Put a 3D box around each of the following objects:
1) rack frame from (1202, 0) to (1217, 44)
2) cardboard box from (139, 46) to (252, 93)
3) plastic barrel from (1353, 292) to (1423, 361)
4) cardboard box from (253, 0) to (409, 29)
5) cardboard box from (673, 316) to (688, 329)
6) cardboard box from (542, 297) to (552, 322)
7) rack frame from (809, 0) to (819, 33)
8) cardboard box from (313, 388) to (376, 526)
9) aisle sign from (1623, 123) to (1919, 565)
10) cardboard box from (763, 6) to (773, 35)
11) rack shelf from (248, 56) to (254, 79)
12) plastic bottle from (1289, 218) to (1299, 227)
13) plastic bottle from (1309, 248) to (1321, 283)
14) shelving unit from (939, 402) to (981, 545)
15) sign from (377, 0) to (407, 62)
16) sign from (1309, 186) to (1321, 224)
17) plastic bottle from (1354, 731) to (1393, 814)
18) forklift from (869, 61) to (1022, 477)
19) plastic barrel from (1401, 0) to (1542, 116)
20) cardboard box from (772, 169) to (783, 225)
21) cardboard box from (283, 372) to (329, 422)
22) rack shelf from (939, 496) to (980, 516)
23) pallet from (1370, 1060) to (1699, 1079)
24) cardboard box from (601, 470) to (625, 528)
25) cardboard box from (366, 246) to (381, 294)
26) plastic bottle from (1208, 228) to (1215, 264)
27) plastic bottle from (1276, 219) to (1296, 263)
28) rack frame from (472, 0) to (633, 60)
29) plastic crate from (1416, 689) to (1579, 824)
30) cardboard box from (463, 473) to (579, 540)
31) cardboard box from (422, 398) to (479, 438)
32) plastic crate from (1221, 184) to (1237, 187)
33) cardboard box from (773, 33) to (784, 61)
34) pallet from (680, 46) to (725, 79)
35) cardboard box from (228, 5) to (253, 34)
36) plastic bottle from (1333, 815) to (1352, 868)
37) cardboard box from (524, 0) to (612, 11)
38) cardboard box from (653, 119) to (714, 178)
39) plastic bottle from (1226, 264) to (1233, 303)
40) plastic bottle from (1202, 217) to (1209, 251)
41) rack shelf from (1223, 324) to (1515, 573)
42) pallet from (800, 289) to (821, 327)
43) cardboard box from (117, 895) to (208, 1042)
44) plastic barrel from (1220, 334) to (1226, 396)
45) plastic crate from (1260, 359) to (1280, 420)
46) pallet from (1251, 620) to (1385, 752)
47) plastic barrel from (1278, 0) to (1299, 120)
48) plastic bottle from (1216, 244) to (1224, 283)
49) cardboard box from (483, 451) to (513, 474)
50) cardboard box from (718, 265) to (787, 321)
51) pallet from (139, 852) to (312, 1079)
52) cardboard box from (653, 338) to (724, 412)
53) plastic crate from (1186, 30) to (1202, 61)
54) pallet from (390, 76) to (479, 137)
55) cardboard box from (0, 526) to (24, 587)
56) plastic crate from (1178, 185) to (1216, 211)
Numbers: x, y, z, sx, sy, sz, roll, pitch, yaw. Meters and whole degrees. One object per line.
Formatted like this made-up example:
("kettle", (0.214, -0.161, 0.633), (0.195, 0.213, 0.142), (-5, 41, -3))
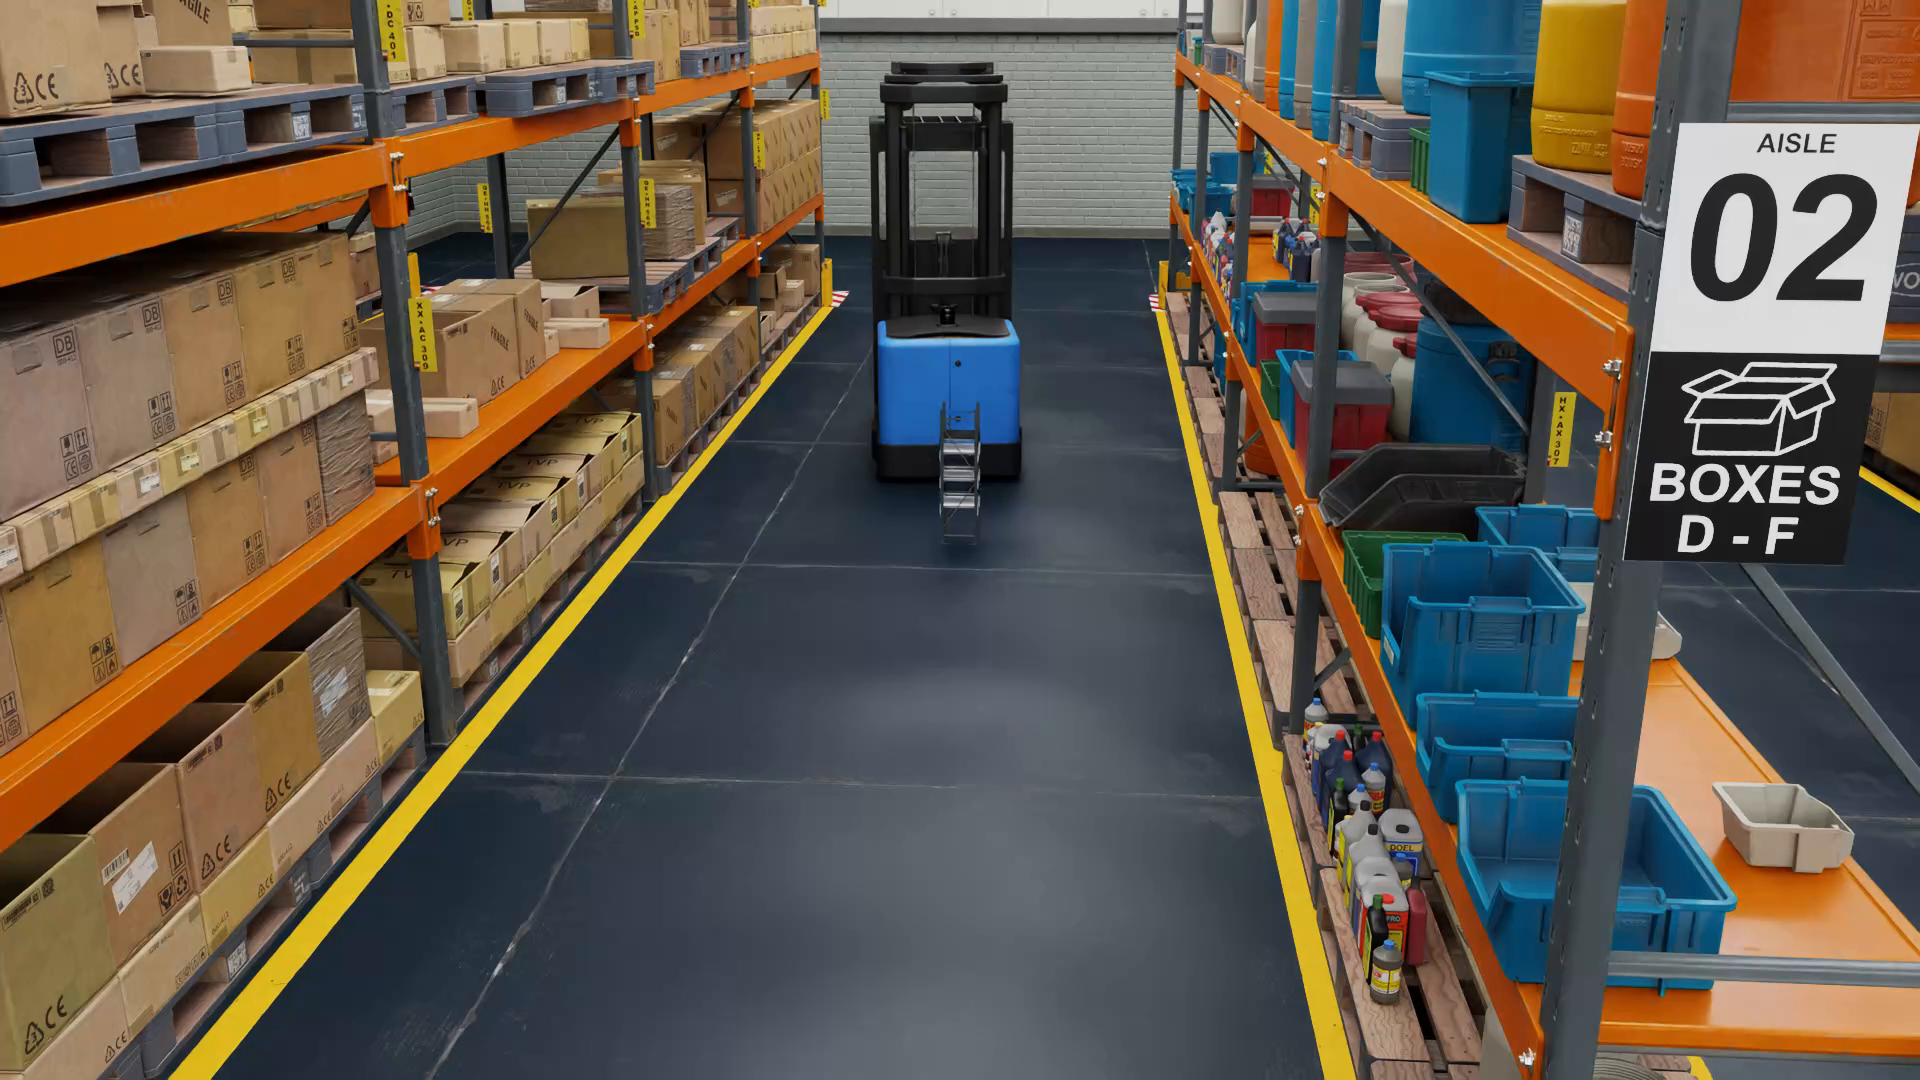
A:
("rack frame", (2.587, -5.691, 13.838), (1.000, 3.000, 0.127), (1, 18, 4))
("cardboard box", (-2.741, -1.658, 5.853), (0.380, 0.149, 0.250), (1, 18, 4))
("plastic barrel", (2.384, -1.074, 9.165), (0.433, 0.535, 0.433), (0, 18, 0))
("cardboard box", (-2.844, -2.568, 7.486), (0.500, 0.500, 0.500), (2, 18, 5))
("cardboard box", (-2.659, -1.662, 14.485), (0.500, 0.500, 0.500), (2, 18, 5))
("cardboard box", (-2.898, -1.393, 10.501), (0.500, 0.311, 0.500), (1, 18, 3))
("rack frame", (-2.067, -7.045, 17.970), (1.000, 3.000, 0.127), (1, 18, 4))
("cardboard box", (-2.953, -0.376, 7.094), (0.700, 0.500, 0.500), (1, 18, 2))
("aisle sign", (1.425, -0.332, 2.945), (0.394, 0.787, 0.004), (1, 18, 4))
("cardboard box", (-2.037, -4.844, 15.509), (0.500, 0.250, 0.500), (1, 18, 4))
("rack shelf", (-7.152, -4.766, 16.987), (1.077, 0.370, 4.000), (1, 18, 4))
("plastic bottle", (2.881, -2.651, 14.396), (0.152, 0.276, 0.135), (1, 18, 4))
("plastic bottle", (2.753, -2.096, 12.703), (0.152, 0.276, 0.135), (1, 18, 4))
("shelving unit", (0.001, -0.430, 10.791), (0.258, 0.900, 0.210), (1, 18, 4))
("sign", (-2.374, -2.164, 6.934), (0.100, 0.325, 0.005), (1, 18, 4))
("sign", (3.135, -2.958, 14.690), (0.100, 0.325, 0.005), (1, 18, 4))
("plastic bottle", (1.685, 0.939, 6.787), (0.144, 0.351, 0.185), (1, 18, 4))
("forklift", (-0.154, -2.258, 13.108), (1.130, 2.935, 3.031), (-1, 18, -3))
("plastic barrel", (1.835, -1.911, 5.643), (0.600, 0.901, 0.708), (1, 18, 4))
("cardboard box", (-2.012, -3.310, 16.047), (0.500, 0.500, 0.500), (2, 18, 5))
("cardboard box", (-2.769, -0.575, 6.659), (0.380, 0.149, 0.250), (1, 18, 2))
("rack shelf", (0.001, -0.227, 10.857), (0.258, 0.077, 0.200), (1, 18, 4))
("pallet", (1.748, 1.936, 4.677), (1.003, 0.211, 1.213), (1, 18, 4))
("cardboard box", (-2.468, -0.273, 10.680), (0.500, 0.250, 0.500), (1, 18, 3))
("cardboard box", (-6.959, -3.095, 18.892), (0.700, 0.500, 0.500), (1, 18, 4))
("plastic bottle", (2.071, -2.404, 13.630), (0.061, 0.283, 0.133), (1, 18, 4))
("plastic bottle", (2.690, -2.469, 13.721), (0.144, 0.351, 0.185), (1, 18, 4))
("rack frame", (-2.641, -4.560, 10.387), (1.000, 3.000, 0.127), (1, 18, 4))
("plastic crate", (1.516, 0.594, 4.531), (0.499, 0.251, 0.408), (1, 18, 4))
("cardboard box", (-2.540, -0.226, 9.638), (0.500, 0.311, 0.500), (2, 18, 5))
("cardboard box", (-2.660, -0.618, 8.395), (0.380, 0.149, 0.250), (1, 18, 4))
("plastic crate", (2.995, -3.728, 17.810), (0.396, 0.136, 0.243), (1, 18, 4))
("cardboard box", (-1.995, -4.761, 16.061), (0.500, 0.250, 0.500), (1, 18, 4))
("pallet", (-2.542, -3.764, 13.079), (1.213, 0.211, 1.003), (1, 18, 4))
("cardboard box", (-6.983, -4.871, 15.559), (0.500, 0.250, 0.500), (1, 18, 4))
("plastic bottle", (1.484, 1.153, 6.374), (0.097, 0.201, 0.097), (0, 18, 0))
("cardboard box", (-2.603, -3.793, 11.096), (0.500, 0.500, 0.500), (1, 18, 4))
("cardboard box", (-2.576, -3.637, 15.439), (0.500, 0.500, 0.500), (1, 18, 4))
("plastic bottle", (1.960, -1.839, 11.924), (0.097, 0.271, 0.097), (0, 18, 0))
("plastic bottle", (2.125, -2.638, 14.345), (0.061, 0.283, 0.133), (1, 18, 4))
("rack shelf", (2.156, -0.634, 9.197), (1.077, 0.370, 4.000), (1, 18, 4))
("pallet", (-2.129, -2.597, 18.511), (1.003, 0.211, 1.213), (1, 18, 4))
("cardboard box", (-2.885, 1.410, 5.543), (0.500, 0.250, 0.500), (1, 18, 4))
("plastic barrel", (2.480, -1.654, 13.848), (0.600, 0.901, 0.708), (1, 18, 4))
("plastic crate", (1.856, -0.802, 8.892), (0.450, 0.188, 0.662), (1, 18, 4))
("pallet", (2.031, 0.725, 8.370), (1.003, 0.211, 1.213), (1, 18, 4))
("plastic barrel", (1.927, -2.588, 8.381), (0.600, 0.901, 0.708), (1, 18, 4))
("plastic bottle", (2.008, -2.131, 12.796), (0.061, 0.283, 0.133), (1, 18, 4))
("cardboard box", (-3.039, -0.391, 10.139), (0.500, 0.311, 0.500), (1, 18, 2))
("cardboard box", (-2.224, -2.558, 17.214), (0.797, 0.503, 0.637), (1, 18, 4))
("pallet", (-3.111, 1.484, 6.054), (1.003, 0.211, 1.213), (1, 18, 4))
("cardboard box", (-2.218, -1.346, 13.521), (0.500, 0.500, 0.500), (1, 18, 2))
("plastic crate", (2.407, -4.770, 16.035), (0.437, 0.282, 0.530), (1, 18, 4))
("pallet", (-2.877, -2.076, 7.930), (0.805, 0.209, 1.217), (1, 18, 2))
("cardboard box", (-2.915, 0.065, 4.705), (0.380, 0.149, 0.250), (1, 18, 3))
("plastic crate", (2.411, -3.459, 16.836), (0.416, 0.233, 0.300), (1, 18, 4))
